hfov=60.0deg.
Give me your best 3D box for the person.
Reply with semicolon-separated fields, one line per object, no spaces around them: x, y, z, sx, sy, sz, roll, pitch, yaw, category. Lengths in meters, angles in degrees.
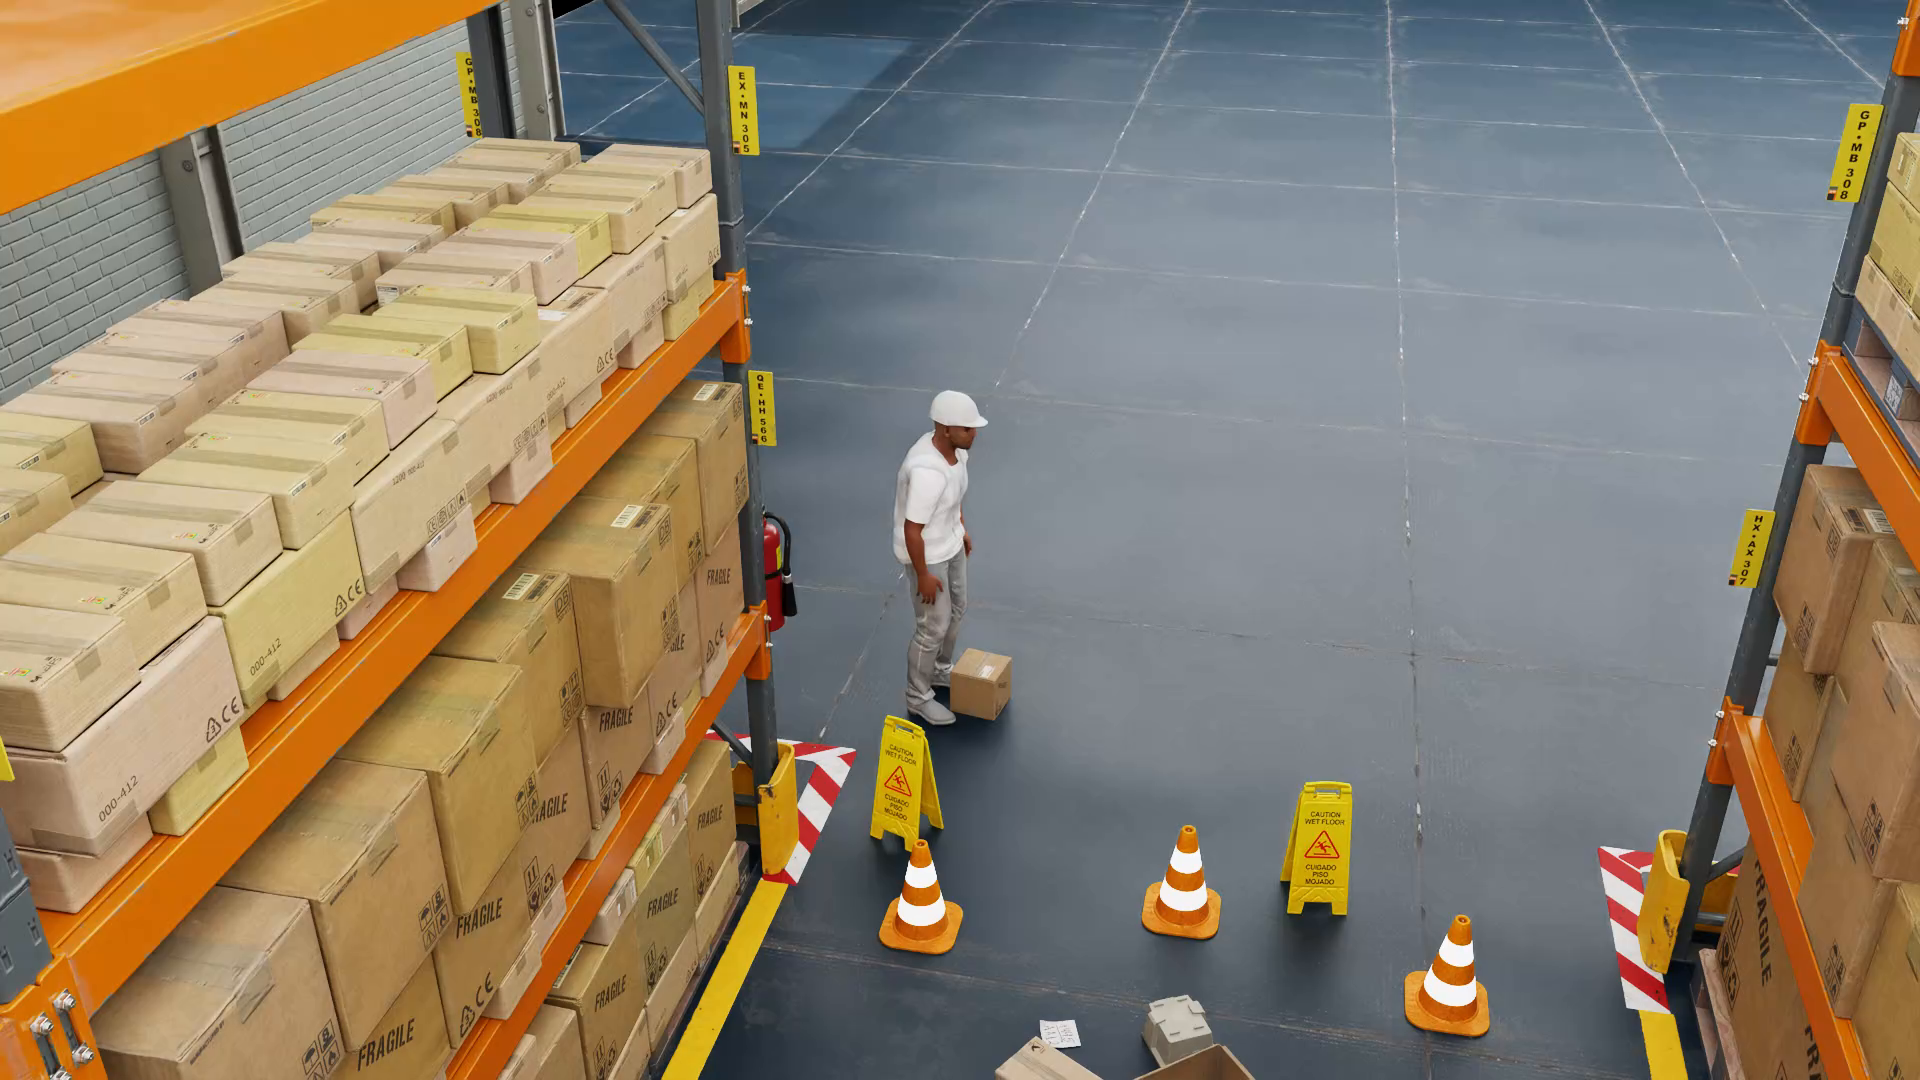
-0.095;0.056;8.499;0.457;1.760;0.635;10;30;18;person
